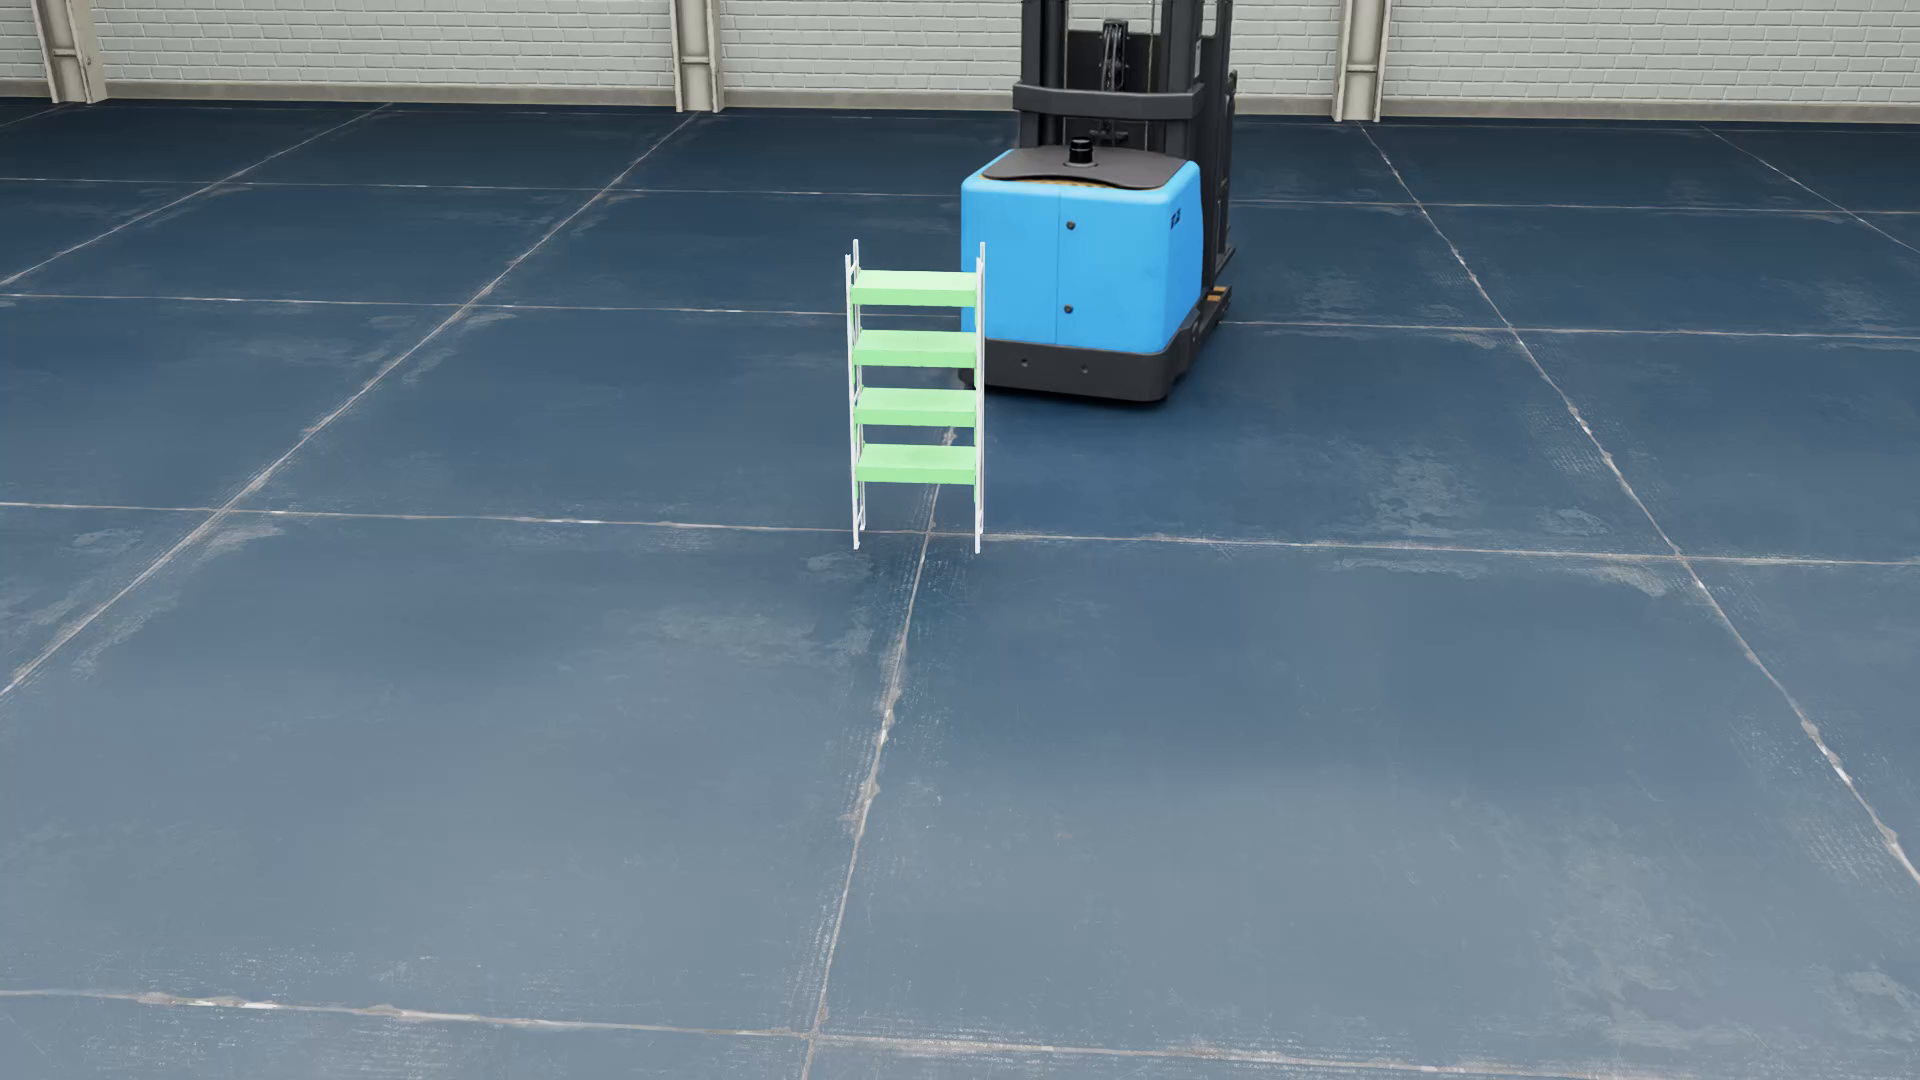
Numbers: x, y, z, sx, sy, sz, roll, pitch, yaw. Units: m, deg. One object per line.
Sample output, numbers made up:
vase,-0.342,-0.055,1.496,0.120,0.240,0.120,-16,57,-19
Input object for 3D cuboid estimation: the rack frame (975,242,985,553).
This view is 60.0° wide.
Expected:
rack frame,0.078,-0.543,6.494,0.015,1.200,0.240,2,25,4

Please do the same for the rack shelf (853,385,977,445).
rack shelf,-0.165,-0.492,6.537,0.480,0.148,0.258,2,25,4

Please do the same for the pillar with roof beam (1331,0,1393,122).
pillar with roof beam,3.244,-6.109,9.261,0.400,9.000,9.100,2,25,4

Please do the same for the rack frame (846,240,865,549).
rack frame,-0.408,-0.558,6.528,0.015,1.200,0.240,2,25,4

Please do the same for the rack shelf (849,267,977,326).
rack shelf,-0.165,-0.928,6.337,0.480,0.148,0.258,2,25,4

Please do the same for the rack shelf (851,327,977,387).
rack shelf,-0.165,-0.710,6.437,0.480,0.148,0.258,2,25,4

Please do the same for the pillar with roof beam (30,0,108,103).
pillar with roof beam,-8.721,-6.493,10.096,0.400,9.000,9.100,2,25,4

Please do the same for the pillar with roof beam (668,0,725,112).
pillar with roof beam,-2.738,-6.301,9.679,0.400,9.000,9.100,2,25,4

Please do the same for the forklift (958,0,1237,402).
forklift,0.930,-2.592,8.876,1.130,2.935,3.031,8,26,16

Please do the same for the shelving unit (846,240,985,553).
shelving unit,-0.165,-0.550,6.511,0.503,1.200,0.258,2,25,4

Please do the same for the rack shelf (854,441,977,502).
rack shelf,-0.165,-0.274,6.638,0.480,0.148,0.258,2,25,4
